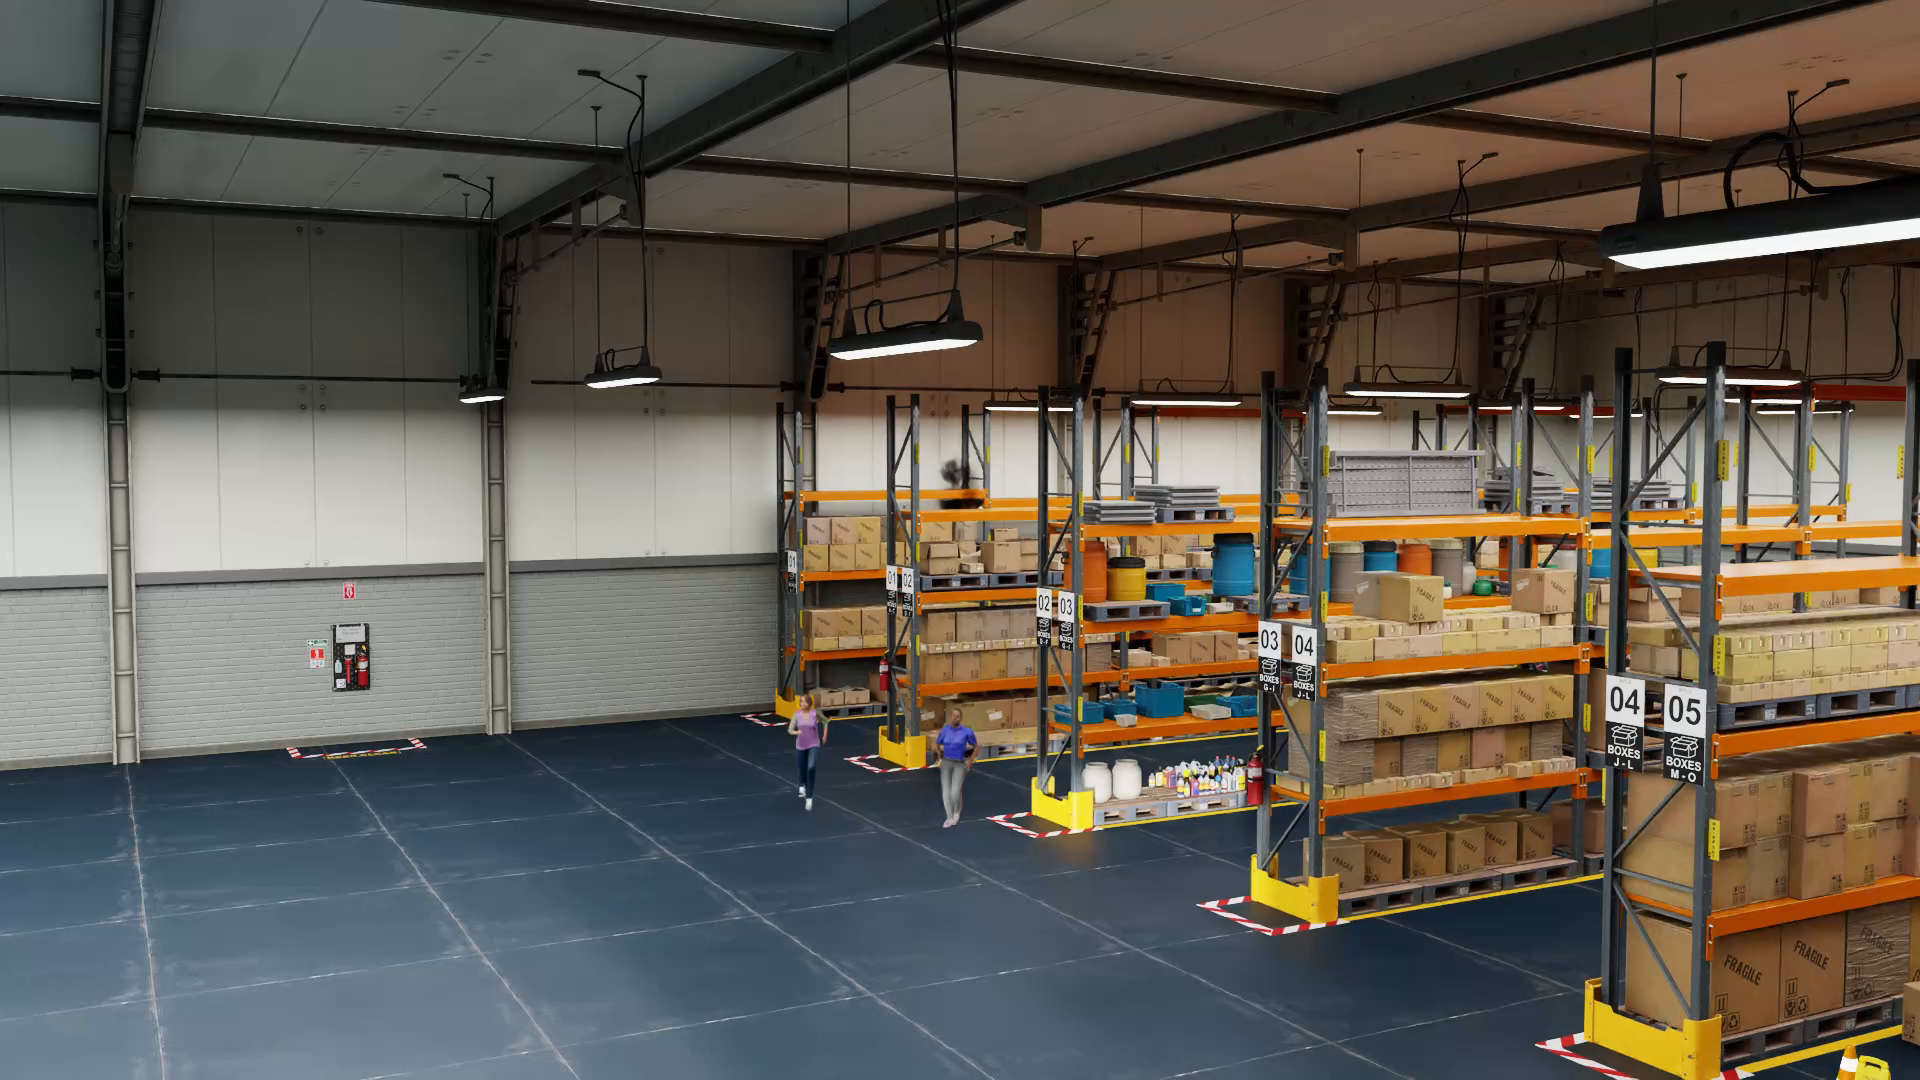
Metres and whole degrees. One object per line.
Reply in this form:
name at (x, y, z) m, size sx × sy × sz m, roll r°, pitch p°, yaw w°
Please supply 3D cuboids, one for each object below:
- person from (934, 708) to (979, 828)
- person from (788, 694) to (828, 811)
person at (-0.082, 3.085, 22.435) m, size 0.597 × 1.624 × 0.536 m, roll 1°, pitch 3°, yaw 16°
person at (-2.185, 3.012, 23.935) m, size 0.548 × 1.633 × 0.848 m, roll 0°, pitch 3°, yaw 2°
